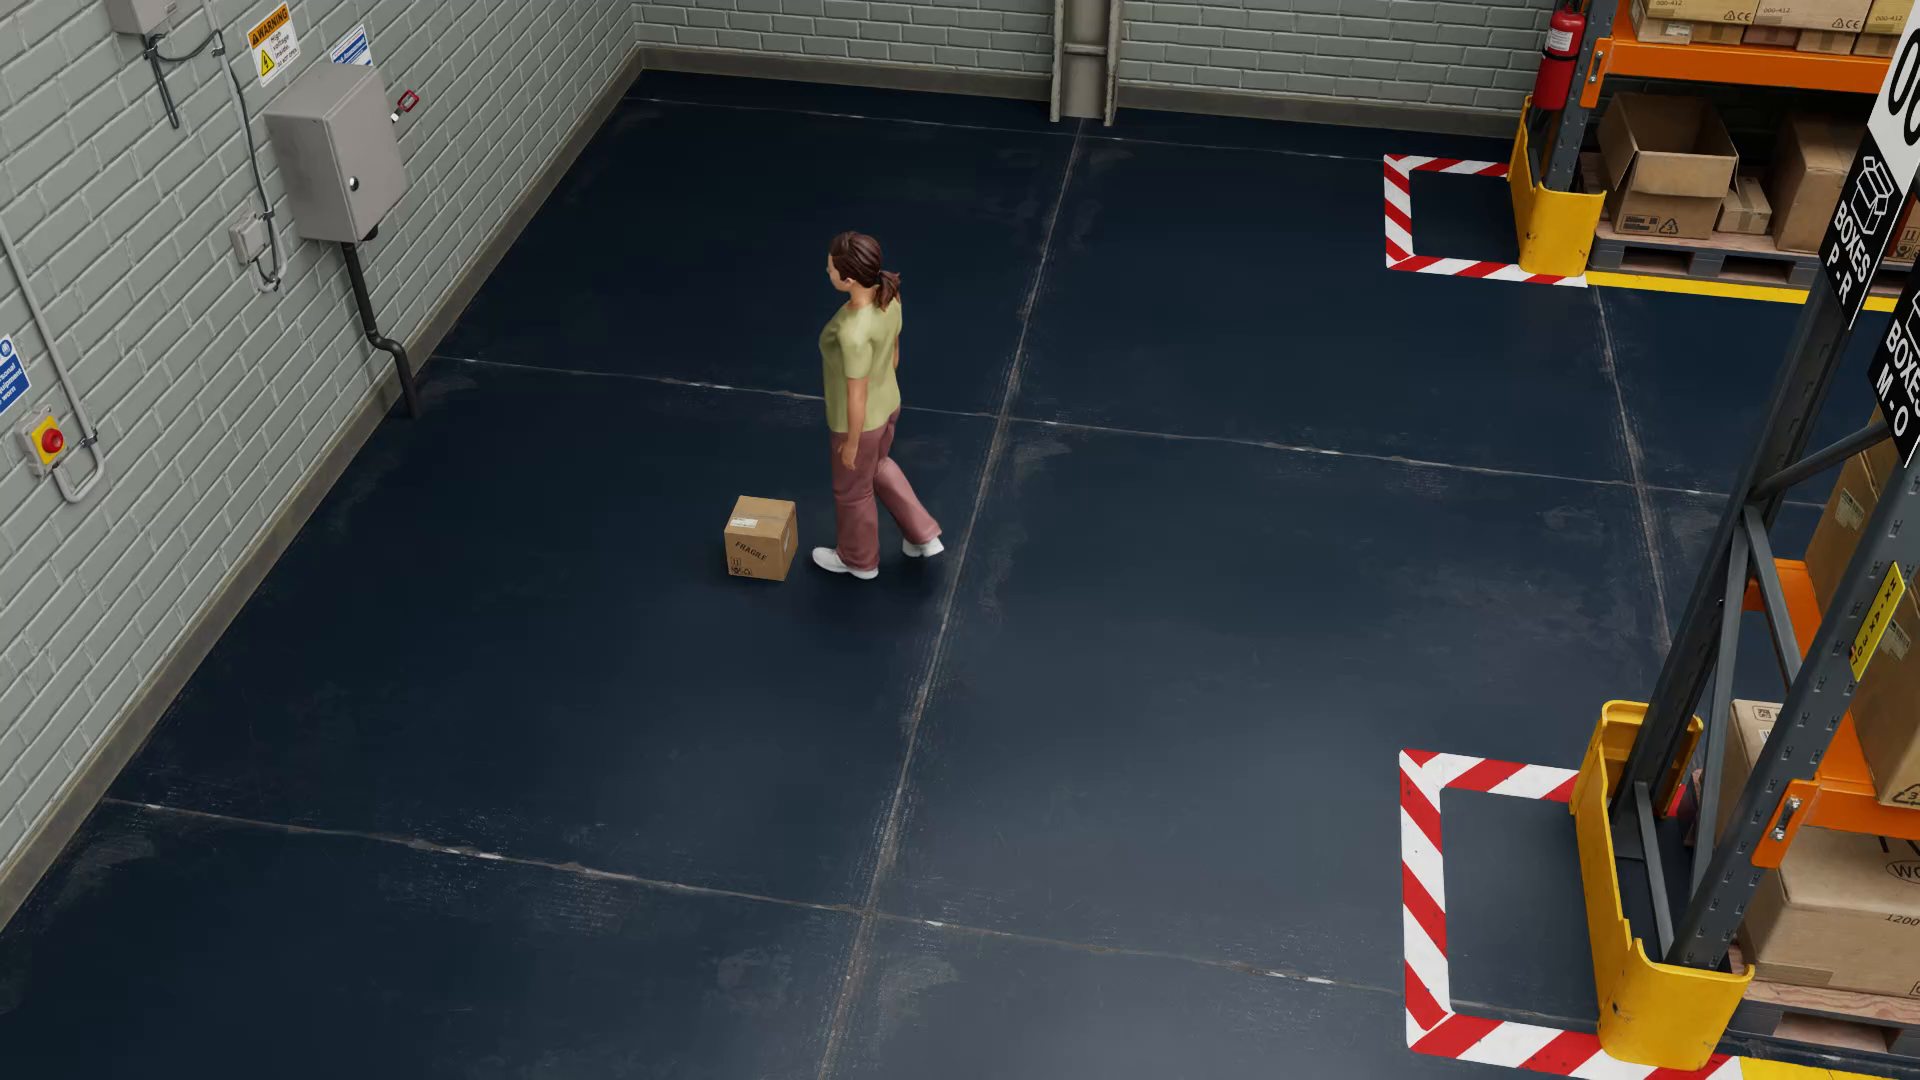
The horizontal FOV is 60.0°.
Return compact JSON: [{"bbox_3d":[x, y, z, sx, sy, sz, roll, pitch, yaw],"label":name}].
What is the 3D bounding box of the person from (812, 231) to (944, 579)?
[{"bbox_3d":[-0.362,-0.489,6.723,0.584,1.654,0.455,16,43,17],"label":"person"}]
